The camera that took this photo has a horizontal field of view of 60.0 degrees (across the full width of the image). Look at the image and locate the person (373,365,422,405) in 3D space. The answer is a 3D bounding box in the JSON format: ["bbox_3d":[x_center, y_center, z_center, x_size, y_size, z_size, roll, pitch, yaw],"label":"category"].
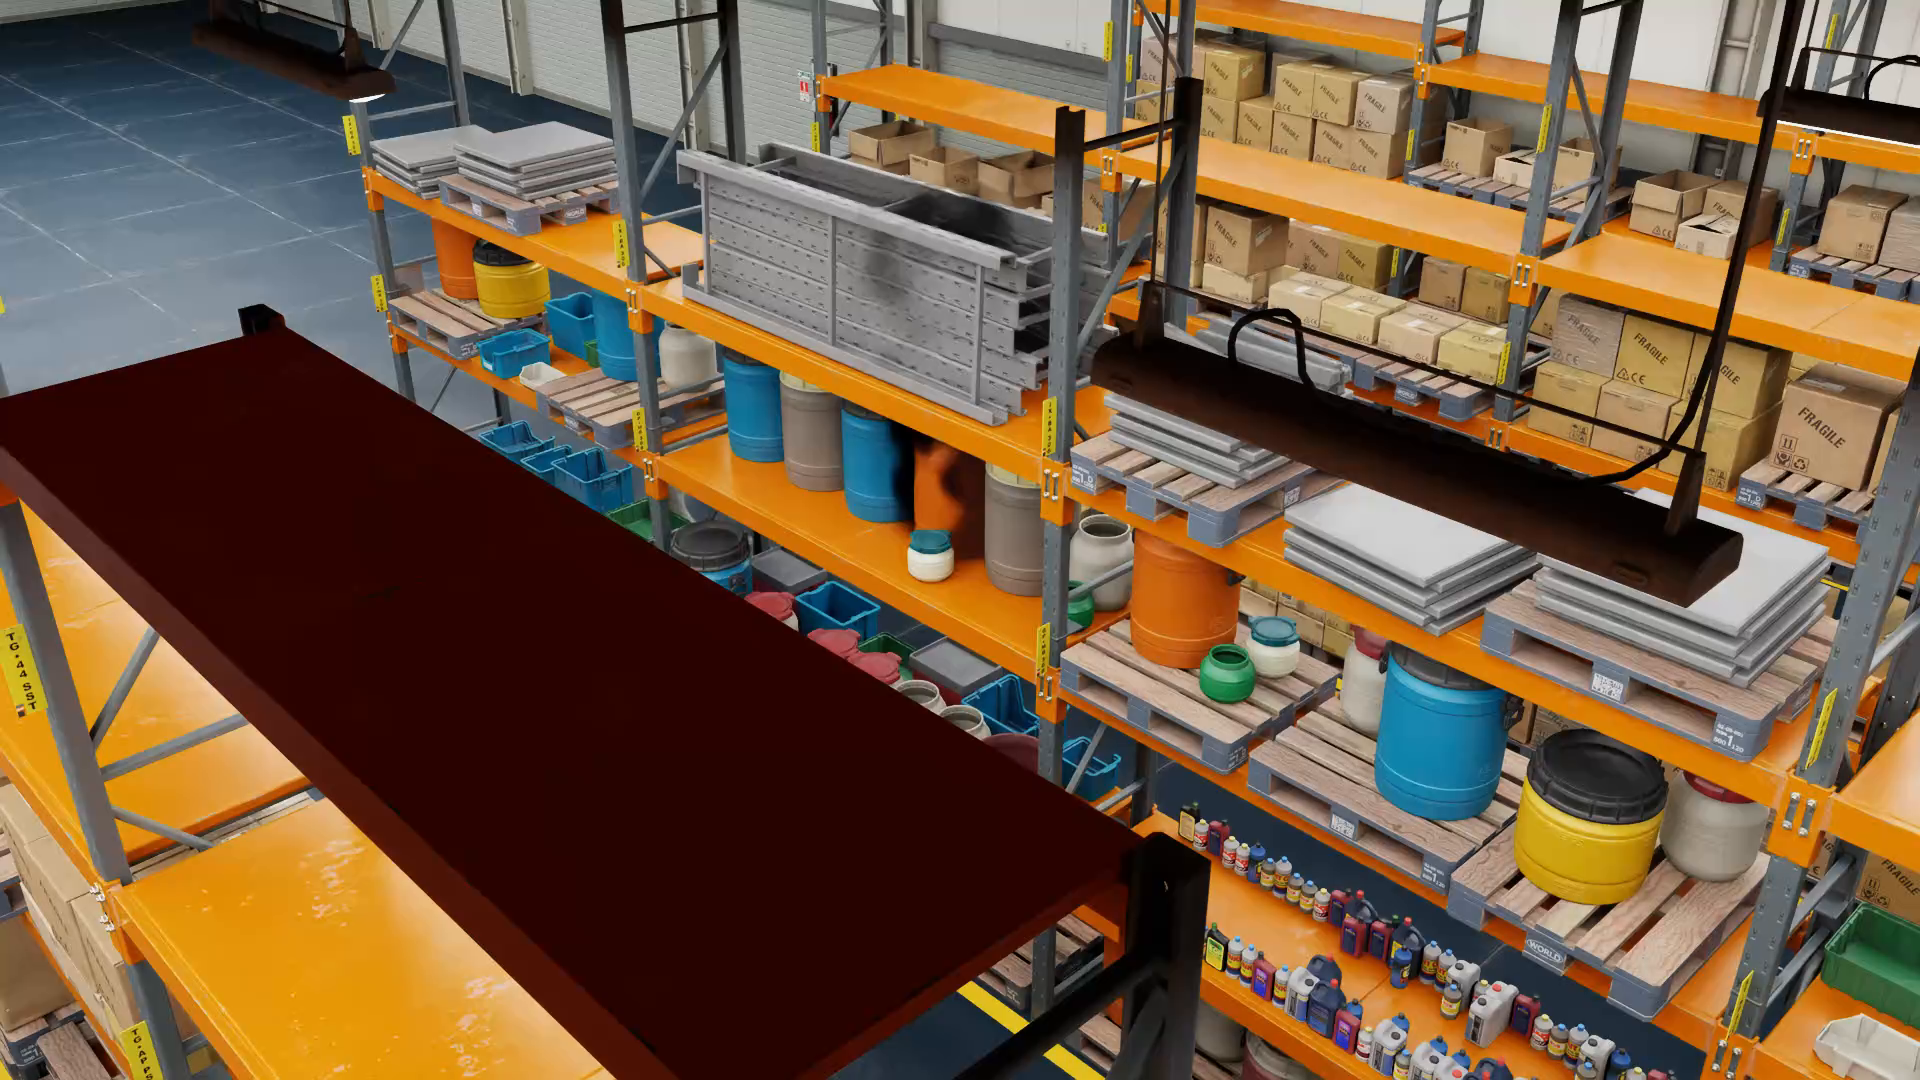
[{"bbox_3d":[-5.642,-1.000,16.978,0.718,1.701,0.577,-4,28,-7],"label":"person"}]
